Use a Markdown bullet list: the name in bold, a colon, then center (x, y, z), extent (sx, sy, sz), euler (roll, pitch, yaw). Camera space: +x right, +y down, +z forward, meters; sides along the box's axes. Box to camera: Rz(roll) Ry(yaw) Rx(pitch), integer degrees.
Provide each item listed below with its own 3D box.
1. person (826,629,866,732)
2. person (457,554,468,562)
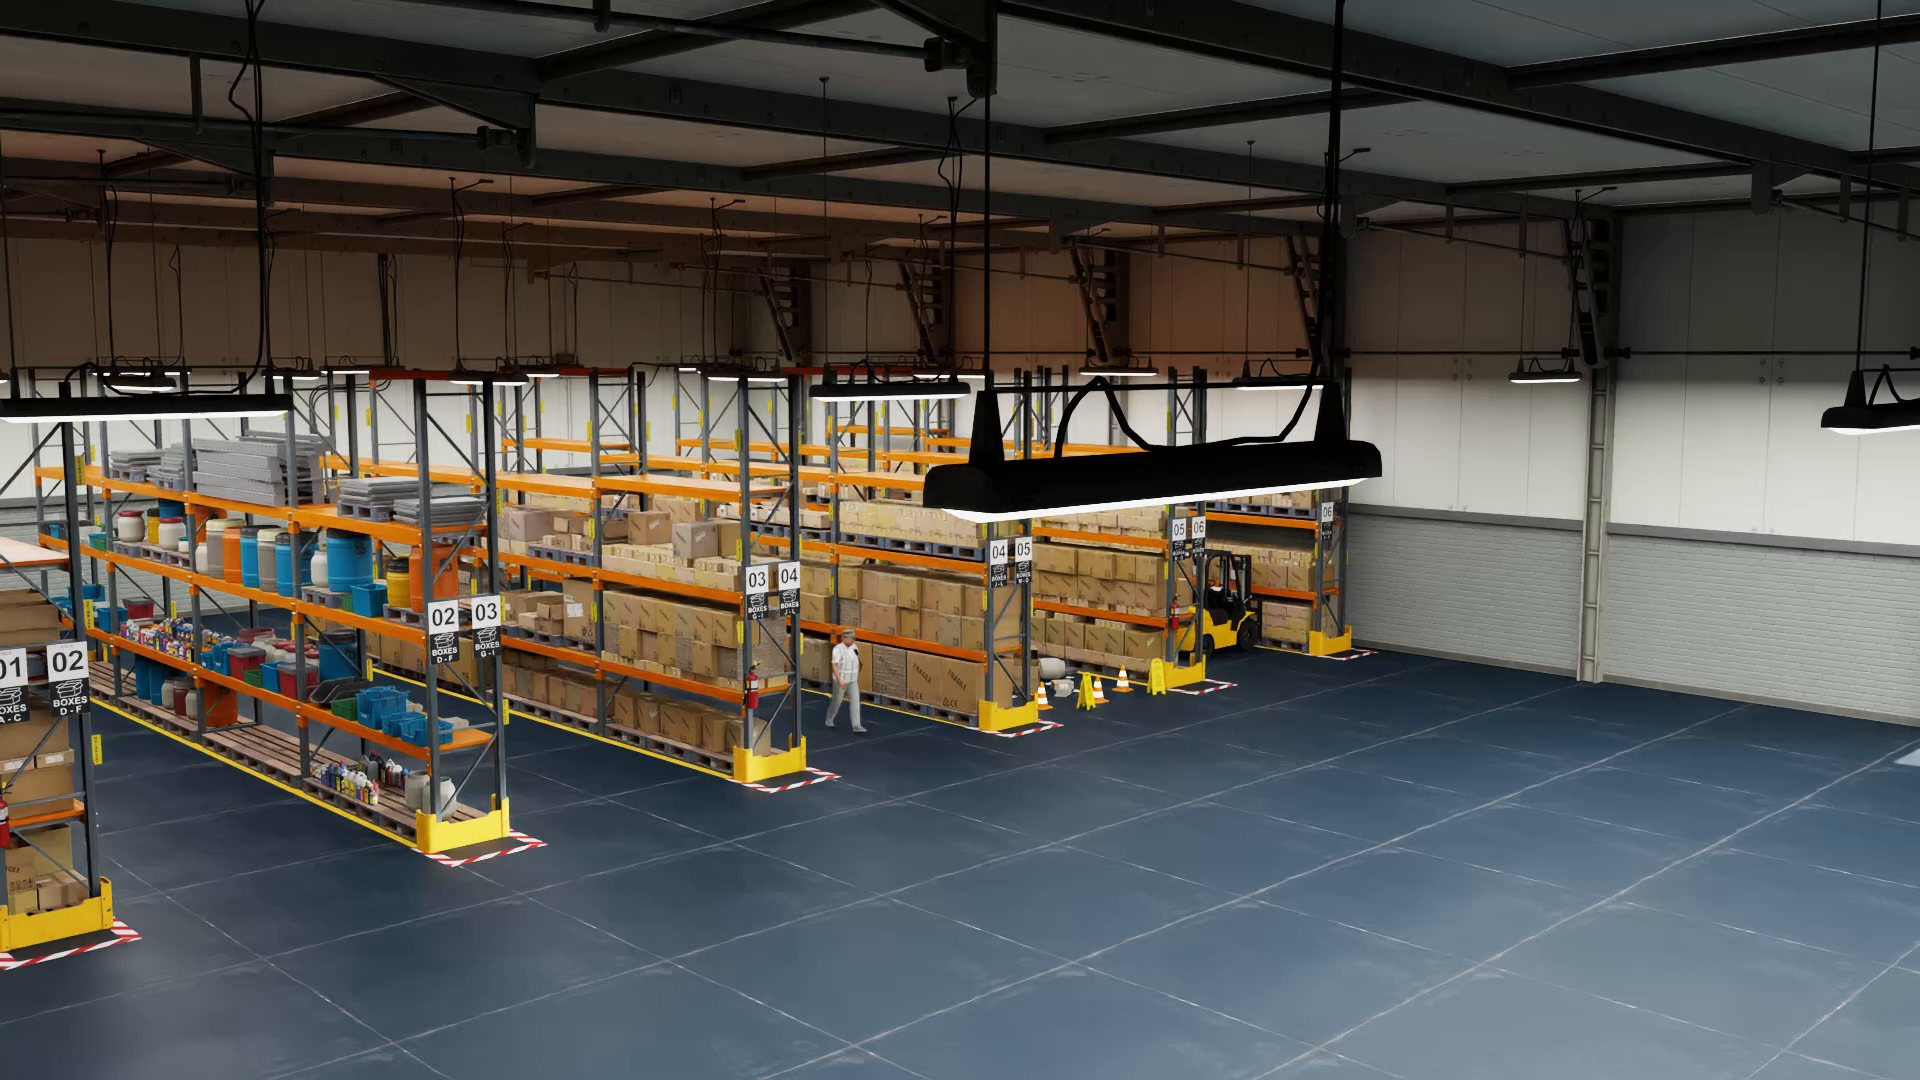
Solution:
- **person**: center (-1.882, 2.337, 27.819), extent (0.594, 1.699, 1.014), euler (-5, 8, -40)
- **person**: center (-11.724, 1.088, 38.791), extent (0.625, 1.837, 0.571), euler (-2, 7, -17)
